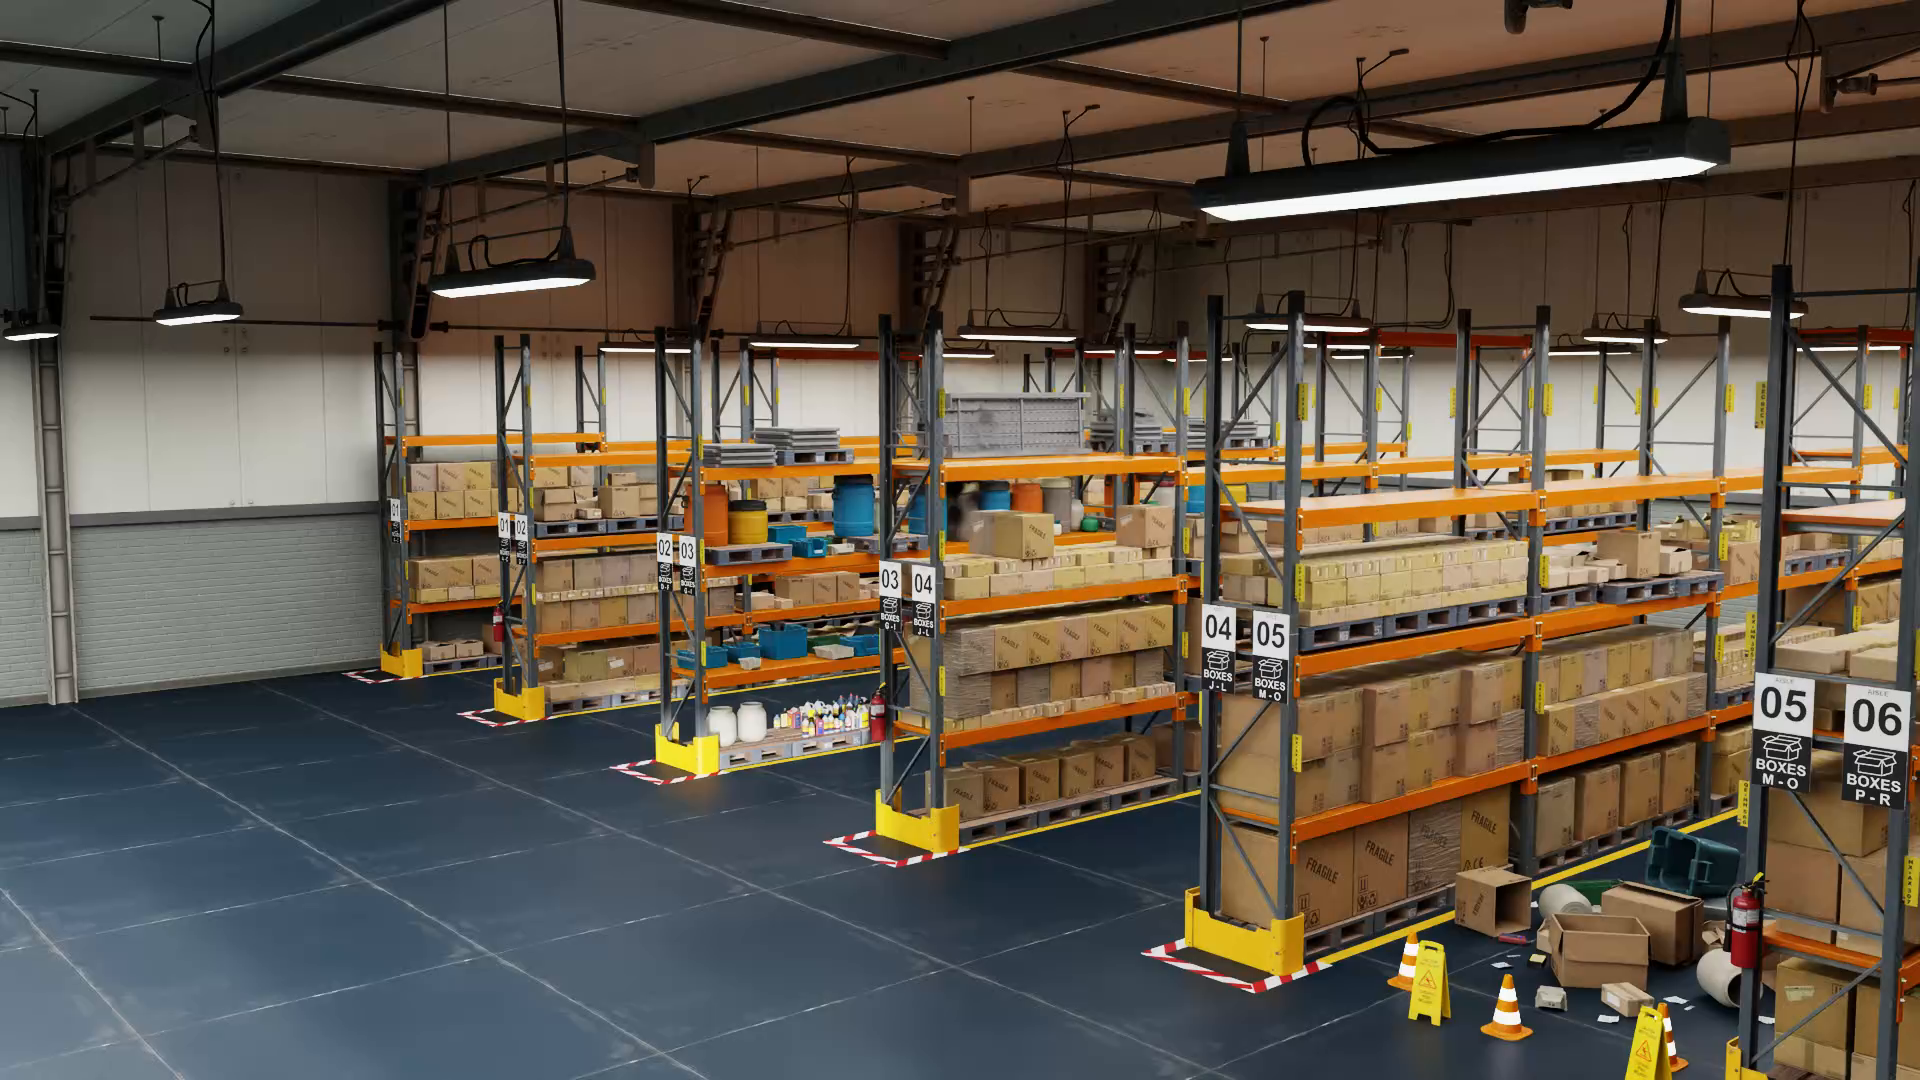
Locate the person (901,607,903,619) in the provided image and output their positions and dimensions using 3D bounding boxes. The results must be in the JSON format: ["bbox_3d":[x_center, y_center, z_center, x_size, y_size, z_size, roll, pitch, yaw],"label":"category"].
[{"bbox_3d":[-1.278,1.138,35.039,0.580,1.677,0.644,-5,7,-43],"label":"person"}]
